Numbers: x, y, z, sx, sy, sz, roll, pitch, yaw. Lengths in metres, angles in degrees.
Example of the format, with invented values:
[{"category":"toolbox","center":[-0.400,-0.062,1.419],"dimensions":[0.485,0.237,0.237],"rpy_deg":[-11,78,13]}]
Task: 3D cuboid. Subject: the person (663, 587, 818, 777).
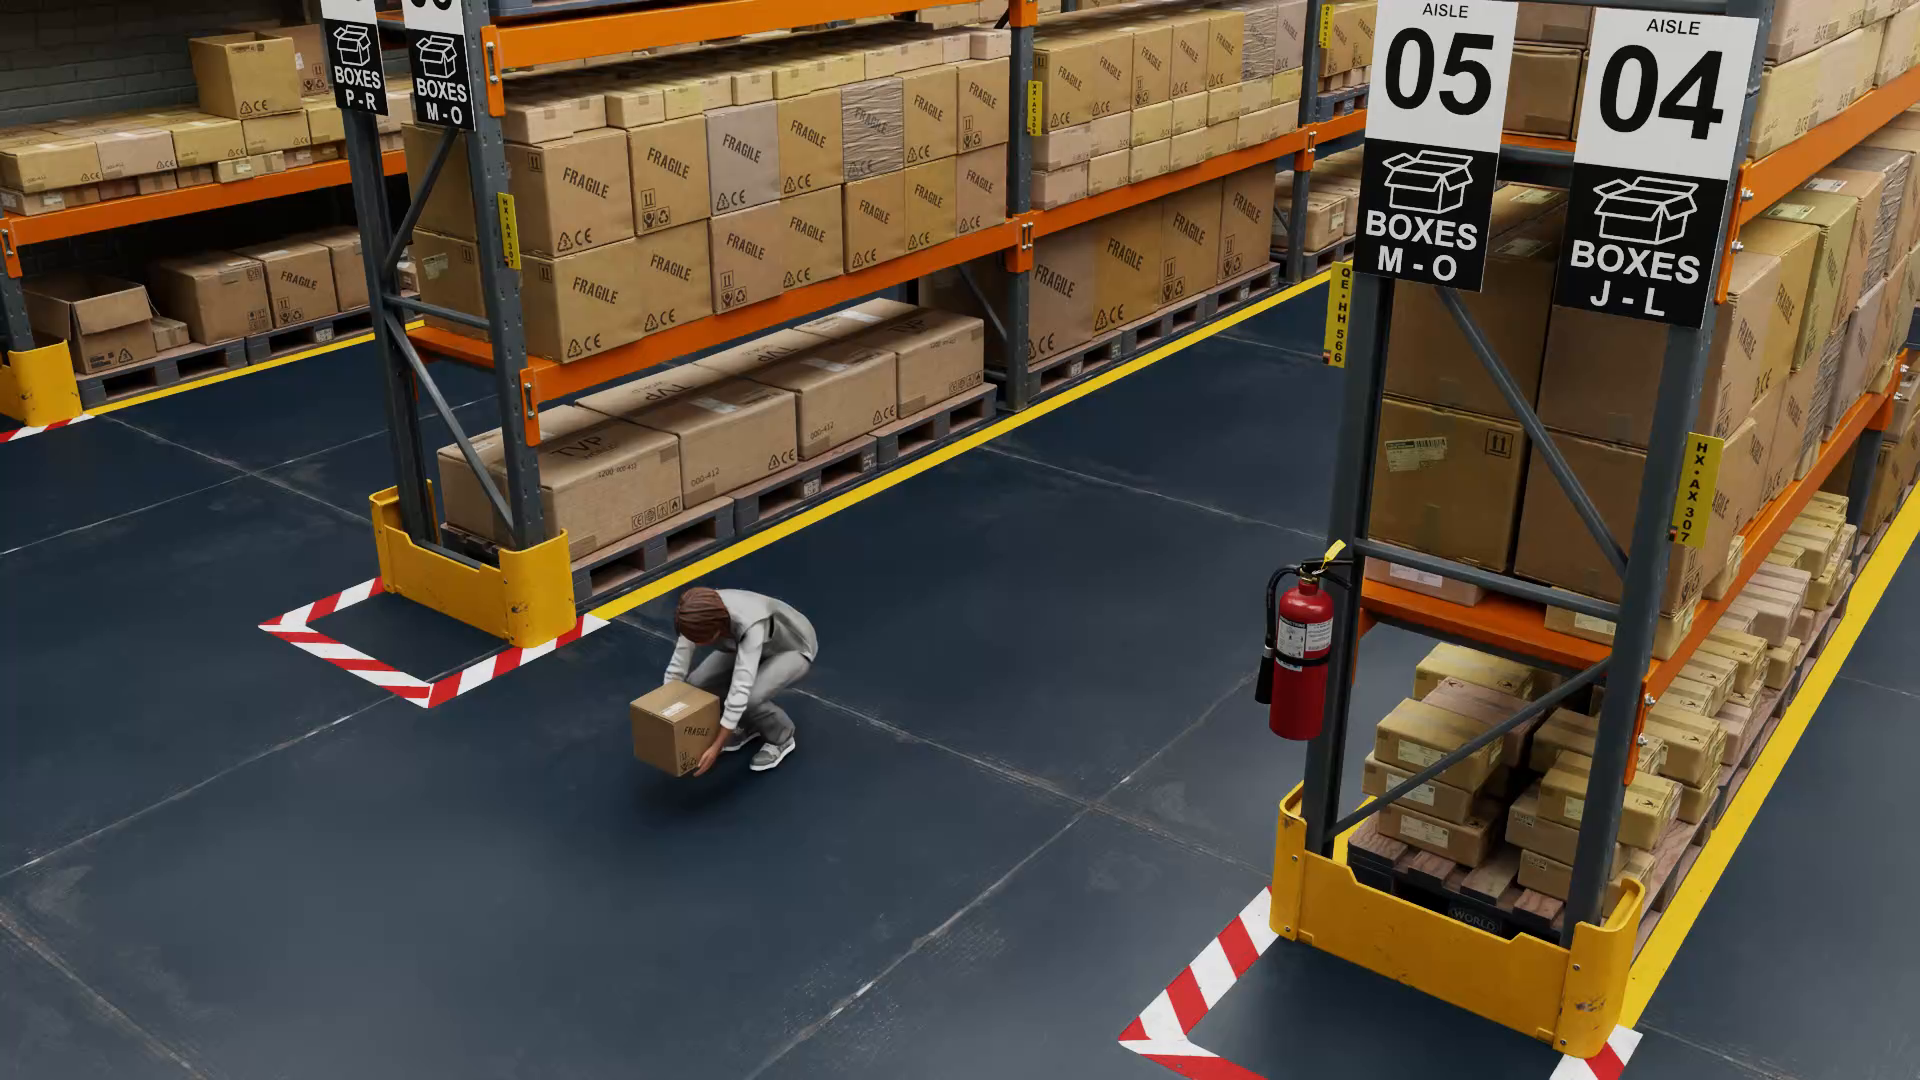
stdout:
[{"category":"person","center":[-0.900,0.558,6.820],"dimensions":[0.446,0.819,0.812],"rpy_deg":[17,29,33]}]
